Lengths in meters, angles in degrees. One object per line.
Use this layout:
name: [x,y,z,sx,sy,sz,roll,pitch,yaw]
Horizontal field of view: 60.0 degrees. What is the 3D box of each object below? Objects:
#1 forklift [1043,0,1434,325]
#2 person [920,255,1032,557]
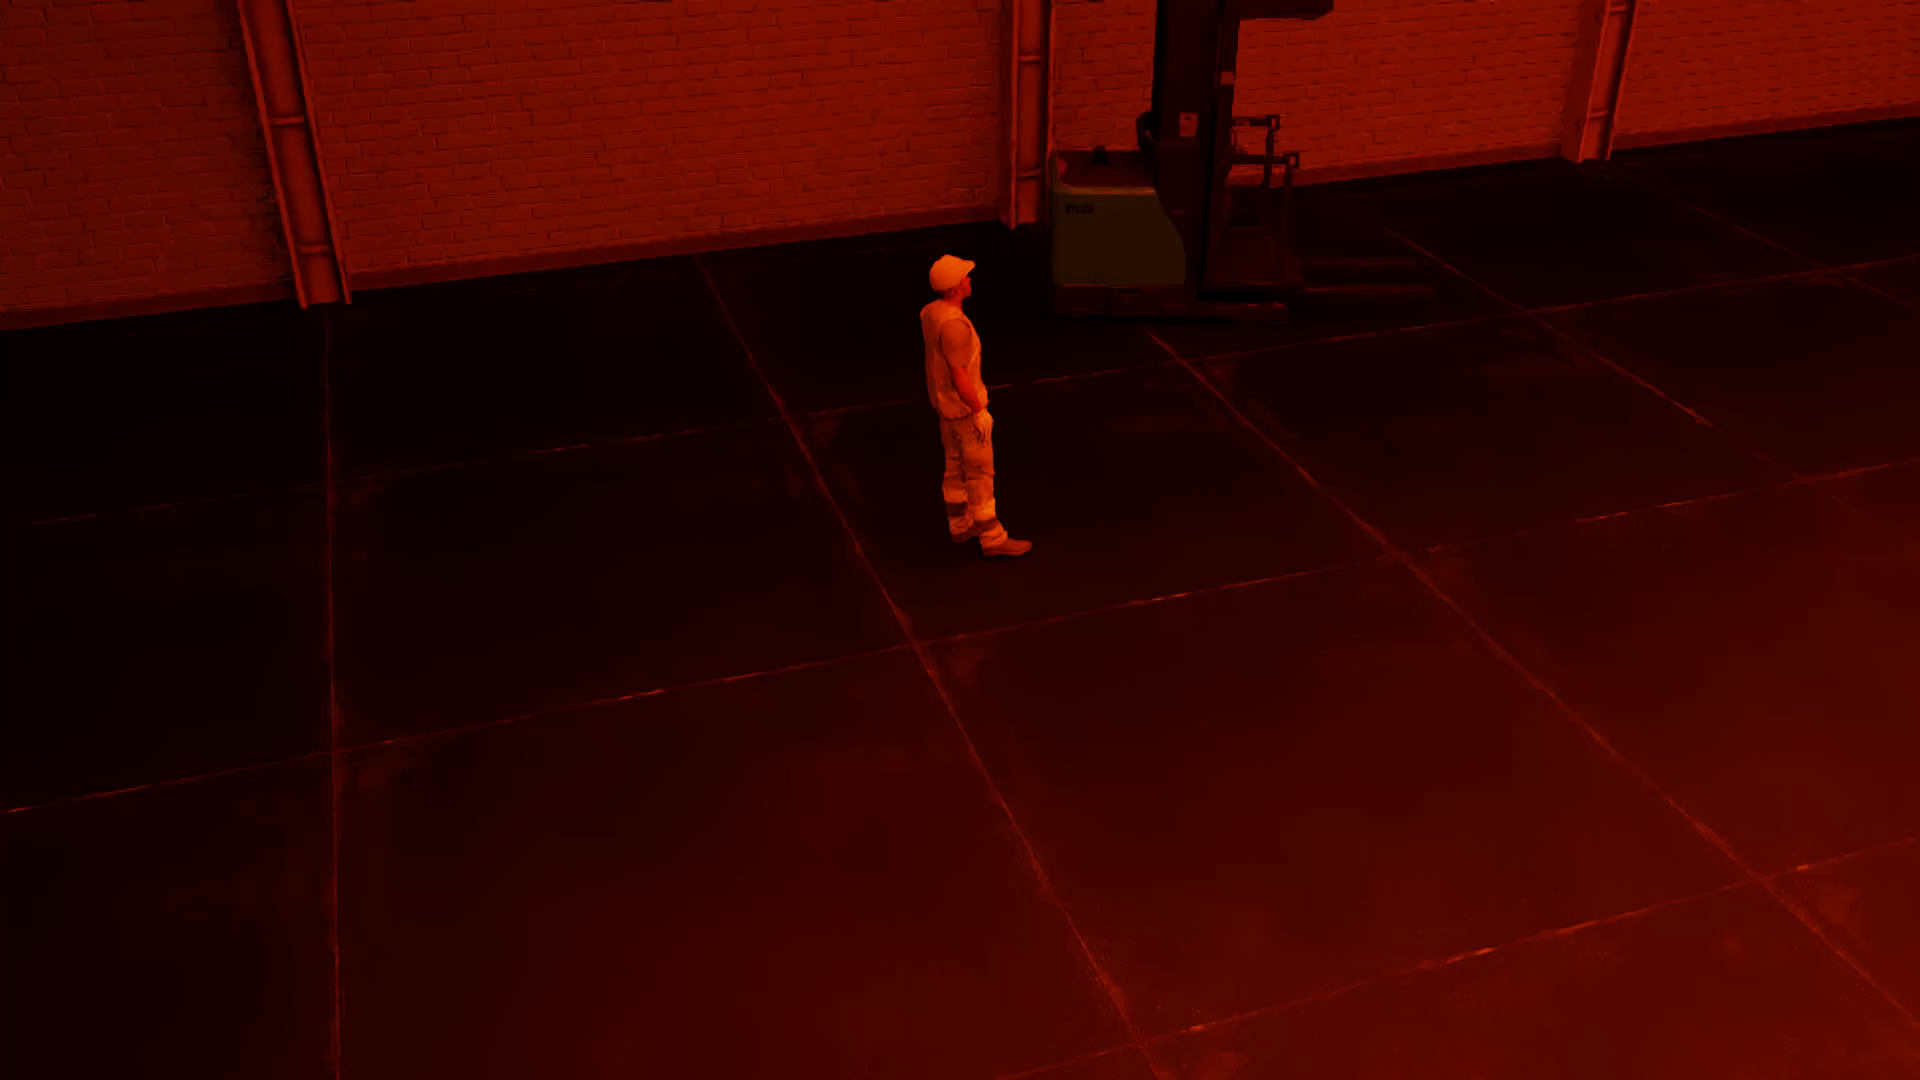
forklift: [2.194,-3.211,12.667,3.031,2.935,1.130,1,30,1]
person: [0.080,-0.789,9.589,0.563,1.787,0.637,-10,31,-16]
